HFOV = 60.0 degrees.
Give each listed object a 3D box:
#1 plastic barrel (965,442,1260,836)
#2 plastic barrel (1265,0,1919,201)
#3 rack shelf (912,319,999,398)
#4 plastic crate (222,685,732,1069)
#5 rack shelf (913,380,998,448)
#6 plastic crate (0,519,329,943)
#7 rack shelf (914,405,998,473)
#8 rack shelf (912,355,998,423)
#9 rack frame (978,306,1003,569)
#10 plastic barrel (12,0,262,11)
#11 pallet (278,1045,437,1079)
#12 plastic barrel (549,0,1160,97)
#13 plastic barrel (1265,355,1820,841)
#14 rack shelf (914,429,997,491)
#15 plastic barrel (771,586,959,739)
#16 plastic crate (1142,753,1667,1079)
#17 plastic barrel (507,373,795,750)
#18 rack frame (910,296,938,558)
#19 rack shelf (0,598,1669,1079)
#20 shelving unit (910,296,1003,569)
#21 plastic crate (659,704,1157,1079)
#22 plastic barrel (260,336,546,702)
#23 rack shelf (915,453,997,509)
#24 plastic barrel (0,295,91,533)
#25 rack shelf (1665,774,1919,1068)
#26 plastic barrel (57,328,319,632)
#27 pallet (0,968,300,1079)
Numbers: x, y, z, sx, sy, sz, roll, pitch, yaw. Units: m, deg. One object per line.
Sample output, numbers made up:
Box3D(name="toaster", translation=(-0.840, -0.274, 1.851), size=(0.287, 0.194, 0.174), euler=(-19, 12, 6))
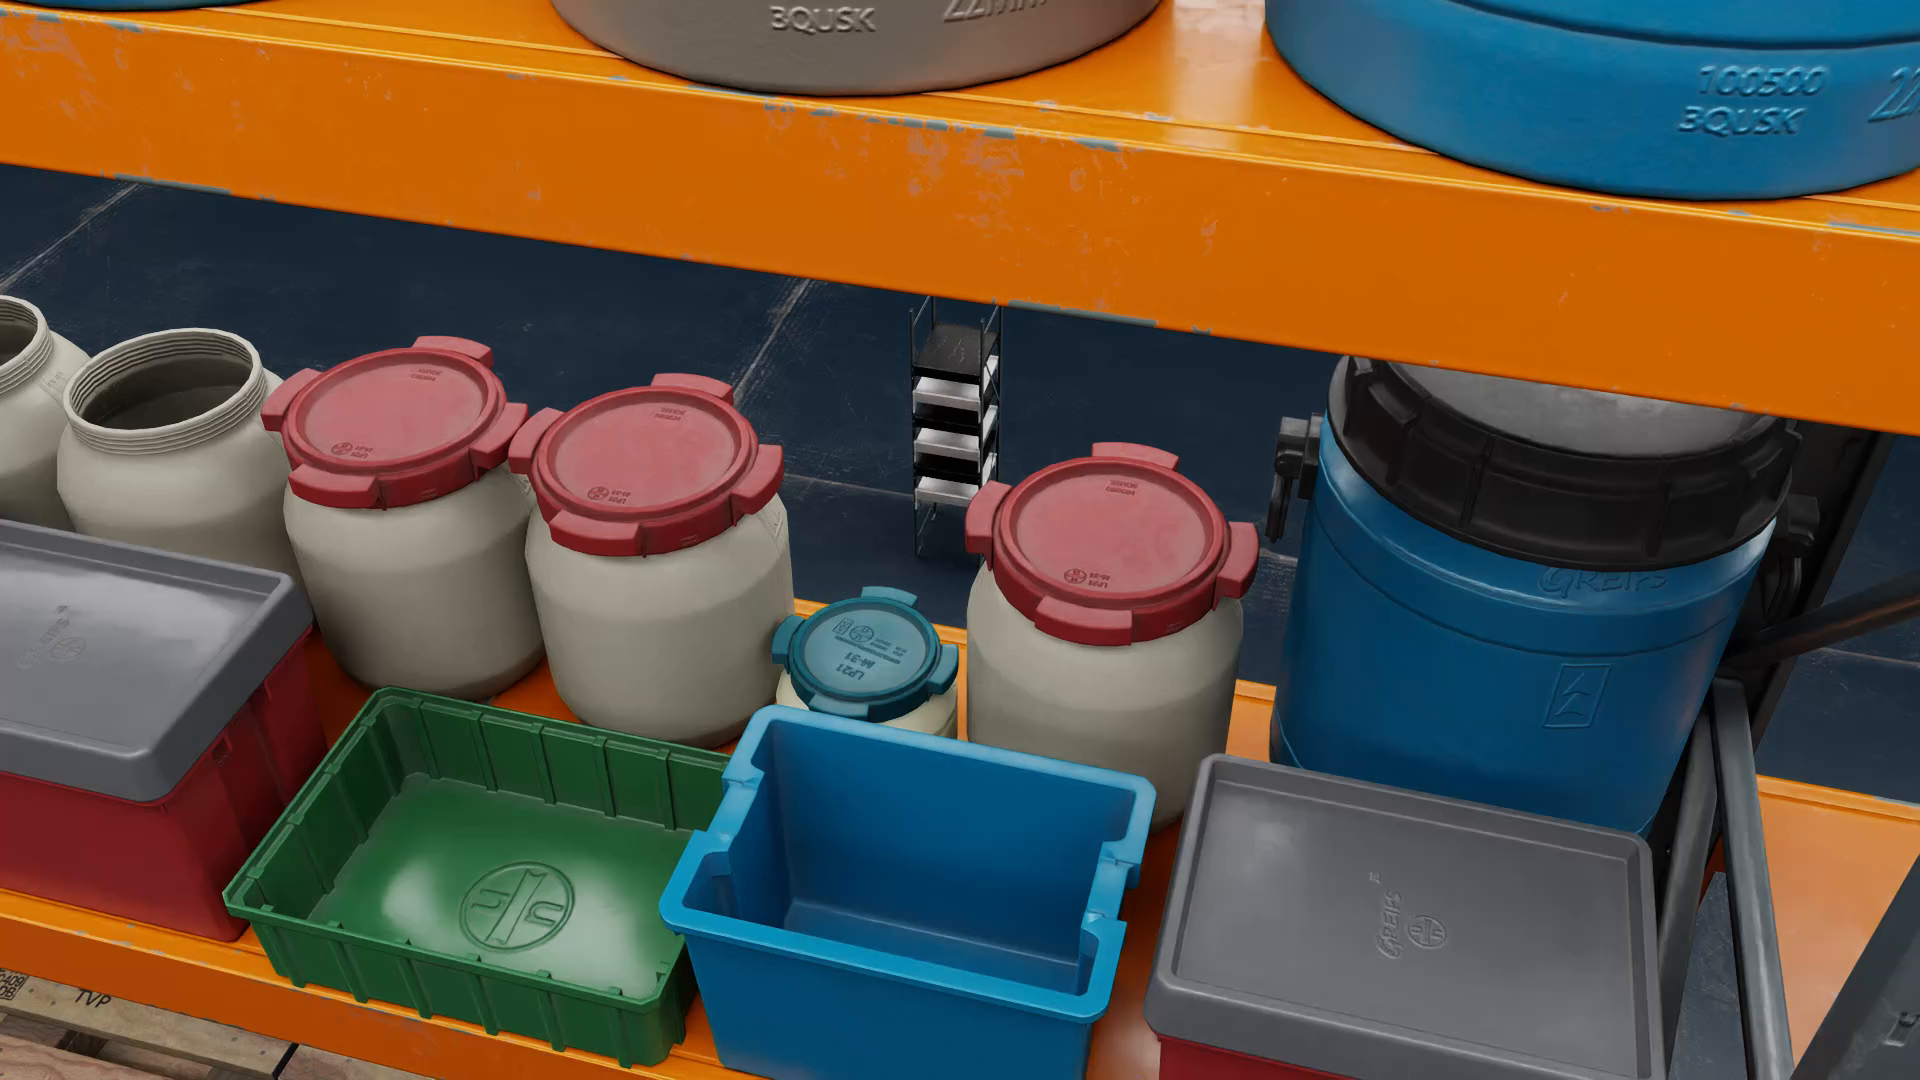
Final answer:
Box3D(name="plastic barrel", translation=(0.221, 0.181, 2.596), size=(0.433, 0.535, 0.433), euler=(0, 40, 0))
Box3D(name="plastic barrel", translation=(0.541, -0.762, 1.103), size=(0.708, 0.901, 0.600), euler=(10, 41, 11))
Box3D(name="rack shelf", translation=(-0.008, -0.527, 4.810), size=(0.200, 0.077, 0.258), euler=(10, 41, 11))
Box3D(name="plastic crate", translation=(-0.667, 0.496, 2.492), size=(0.662, 0.188, 0.450), euler=(10, 41, 11))
Box3D(name="rack shelf", translation=(-0.008, -0.389, 4.926), size=(0.200, 0.077, 0.258), euler=(10, 41, 11))
Box3D(name="plastic crate", translation=(-1.294, 0.298, 2.513), size=(0.583, 0.464, 0.402), euler=(10, 41, 11))
Box3D(name="rack shelf", translation=(-0.008, -0.320, 4.984), size=(0.200, 0.077, 0.258), euler=(10, 41, 11))
Box3D(name="rack shelf", translation=(-0.008, -0.458, 4.868), size=(0.200, 0.077, 0.258), euler=(10, 41, 11))
Box3D(name="rack frame", translation=(0.090, -0.329, 4.942), size=(0.006, 0.900, 0.240), euler=(10, 41, 11))
Box3D(name="plastic barrel", translation=(-0.722, -0.979, 1.361), size=(0.708, 0.901, 0.600), euler=(10, 41, 11))
Box3D(name="pallet", translation=(-0.862, 1.288, 3.552), size=(1.213, 0.211, 1.003), euler=(10, 41, 11))
Box3D(name="plastic barrel", translation=(-0.091, -0.871, 1.232), size=(0.600, 0.901, 0.600), euler=(0, 40, 0))
Box3D(name="plastic barrel", translation=(0.794, 0.084, 2.428), size=(0.708, 0.901, 0.600), euler=(10, 41, 11))
Box3D(name="rack shelf", translation=(-0.008, -0.252, 5.042), size=(0.200, 0.077, 0.258), euler=(10, 41, 11))
Box3D(name="plastic barrel", translation=(-0.150, 0.266, 2.708), size=(0.301, 0.262, 0.301), euler=(0, 40, 0))
Box3D(name="plastic crate", translation=(0.542, 0.614, 2.137), size=(0.583, 0.464, 0.402), euler=(10, 41, 11))
Box3D(name="plastic barrel", translation=(-0.488, 0.059, 2.741), size=(0.433, 0.535, 0.433), euler=(0, 40, 0))
Box3D(name="rack frame", translation=(-0.106, -0.363, 4.982), size=(0.006, 0.900, 0.240), euler=(10, 41, 11))
Box3D(name="rack shelf", translation=(-0.844, 0.472, 2.916), size=(4.000, 0.370, 1.077), euler=(10, 41, 11))
Box3D(name="shelving unit", translation=(-0.008, -0.346, 4.962), size=(0.210, 0.900, 0.258), euler=(10, 41, 11))
Box3D(name="plastic crate", translation=(-0.058, 0.545, 2.282), size=(0.575, 0.384, 0.392), euler=(10, 41, 11))
Box3D(name="plastic barrel", translation=(-0.906, -0.013, 2.827), size=(0.433, 0.535, 0.433), euler=(0, 40, 0))
Box3D(name="rack shelf", translation=(-0.008, -0.183, 5.099), size=(0.200, 0.077, 0.258), euler=(10, 41, 11))
Box3D(name="plastic barrel", translation=(-1.727, -0.141, 2.999), size=(0.421, 0.512, 0.421), euler=(0, 40, 0))
Box3D(name="rack shelf", translation=(3.021, 1.136, 2.124), size=(4.000, 0.370, 1.077), euler=(10, 41, 11))
Box3D(name="plastic barrel", translation=(-1.320, -0.071, 2.915), size=(0.421, 0.512, 0.421), euler=(0, 40, 0))
Box3D(name="pallet", translation=(-2.037, 1.084, 3.795), size=(1.213, 0.211, 1.003), euler=(10, 41, 11))
